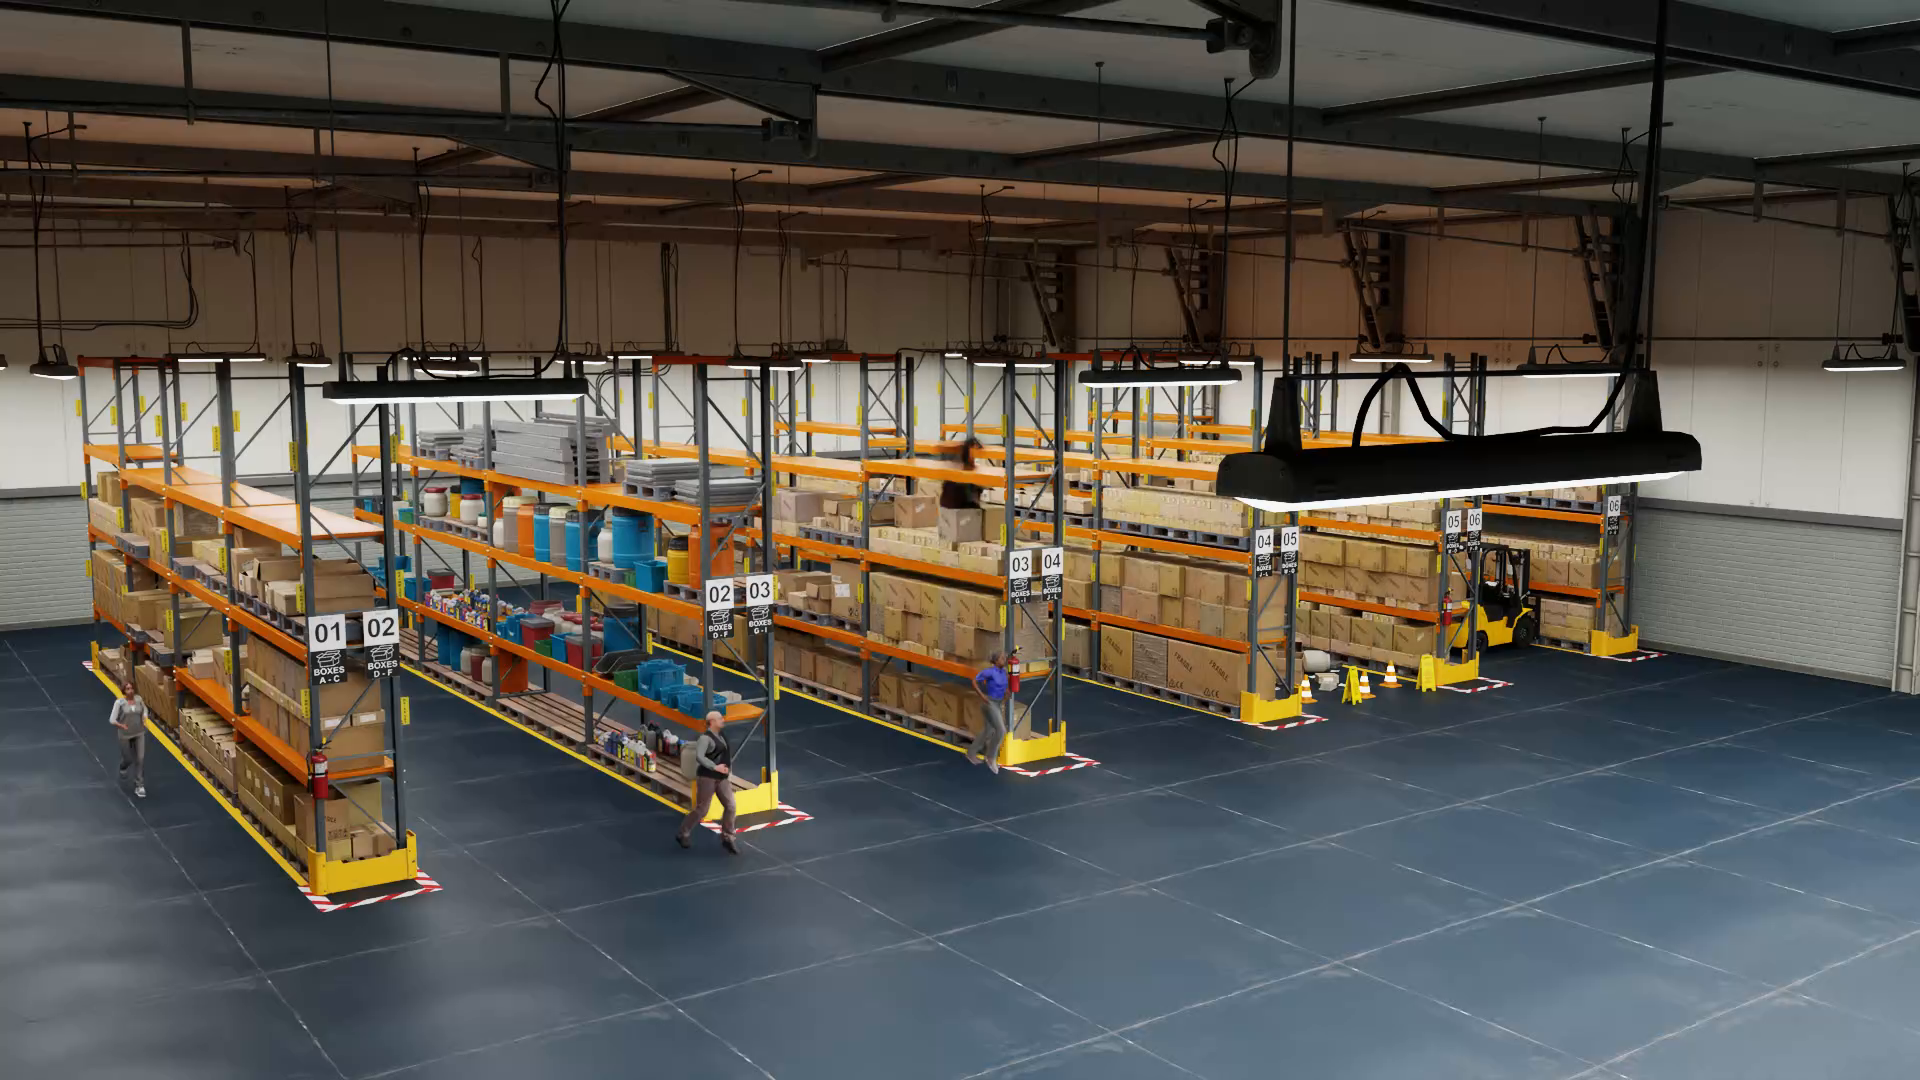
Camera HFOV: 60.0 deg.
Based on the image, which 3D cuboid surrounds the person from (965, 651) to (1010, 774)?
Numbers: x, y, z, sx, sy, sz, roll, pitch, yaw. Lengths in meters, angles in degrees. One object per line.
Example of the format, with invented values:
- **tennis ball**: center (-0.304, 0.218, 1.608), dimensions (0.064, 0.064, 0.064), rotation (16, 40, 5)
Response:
- **person**: center (0.434, 2.423, 23.704), dimensions (0.655, 1.696, 0.590), rotation (3, 8, 26)

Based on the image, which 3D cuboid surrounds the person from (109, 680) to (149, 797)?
- **person**: center (-11.563, 2.740, 23.197), dimensions (0.539, 1.591, 0.831), rotation (-6, 9, -42)

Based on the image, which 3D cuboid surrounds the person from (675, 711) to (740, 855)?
- **person**: center (-3.049, 2.993, 20.649), dimensions (0.839, 1.739, 0.734), rotation (3, 8, 23)

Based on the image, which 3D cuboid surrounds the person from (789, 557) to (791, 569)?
- **person**: center (-4.174, 0.386, 41.889), dimensions (0.885, 1.698, 0.615), rotation (-6, 9, -41)
